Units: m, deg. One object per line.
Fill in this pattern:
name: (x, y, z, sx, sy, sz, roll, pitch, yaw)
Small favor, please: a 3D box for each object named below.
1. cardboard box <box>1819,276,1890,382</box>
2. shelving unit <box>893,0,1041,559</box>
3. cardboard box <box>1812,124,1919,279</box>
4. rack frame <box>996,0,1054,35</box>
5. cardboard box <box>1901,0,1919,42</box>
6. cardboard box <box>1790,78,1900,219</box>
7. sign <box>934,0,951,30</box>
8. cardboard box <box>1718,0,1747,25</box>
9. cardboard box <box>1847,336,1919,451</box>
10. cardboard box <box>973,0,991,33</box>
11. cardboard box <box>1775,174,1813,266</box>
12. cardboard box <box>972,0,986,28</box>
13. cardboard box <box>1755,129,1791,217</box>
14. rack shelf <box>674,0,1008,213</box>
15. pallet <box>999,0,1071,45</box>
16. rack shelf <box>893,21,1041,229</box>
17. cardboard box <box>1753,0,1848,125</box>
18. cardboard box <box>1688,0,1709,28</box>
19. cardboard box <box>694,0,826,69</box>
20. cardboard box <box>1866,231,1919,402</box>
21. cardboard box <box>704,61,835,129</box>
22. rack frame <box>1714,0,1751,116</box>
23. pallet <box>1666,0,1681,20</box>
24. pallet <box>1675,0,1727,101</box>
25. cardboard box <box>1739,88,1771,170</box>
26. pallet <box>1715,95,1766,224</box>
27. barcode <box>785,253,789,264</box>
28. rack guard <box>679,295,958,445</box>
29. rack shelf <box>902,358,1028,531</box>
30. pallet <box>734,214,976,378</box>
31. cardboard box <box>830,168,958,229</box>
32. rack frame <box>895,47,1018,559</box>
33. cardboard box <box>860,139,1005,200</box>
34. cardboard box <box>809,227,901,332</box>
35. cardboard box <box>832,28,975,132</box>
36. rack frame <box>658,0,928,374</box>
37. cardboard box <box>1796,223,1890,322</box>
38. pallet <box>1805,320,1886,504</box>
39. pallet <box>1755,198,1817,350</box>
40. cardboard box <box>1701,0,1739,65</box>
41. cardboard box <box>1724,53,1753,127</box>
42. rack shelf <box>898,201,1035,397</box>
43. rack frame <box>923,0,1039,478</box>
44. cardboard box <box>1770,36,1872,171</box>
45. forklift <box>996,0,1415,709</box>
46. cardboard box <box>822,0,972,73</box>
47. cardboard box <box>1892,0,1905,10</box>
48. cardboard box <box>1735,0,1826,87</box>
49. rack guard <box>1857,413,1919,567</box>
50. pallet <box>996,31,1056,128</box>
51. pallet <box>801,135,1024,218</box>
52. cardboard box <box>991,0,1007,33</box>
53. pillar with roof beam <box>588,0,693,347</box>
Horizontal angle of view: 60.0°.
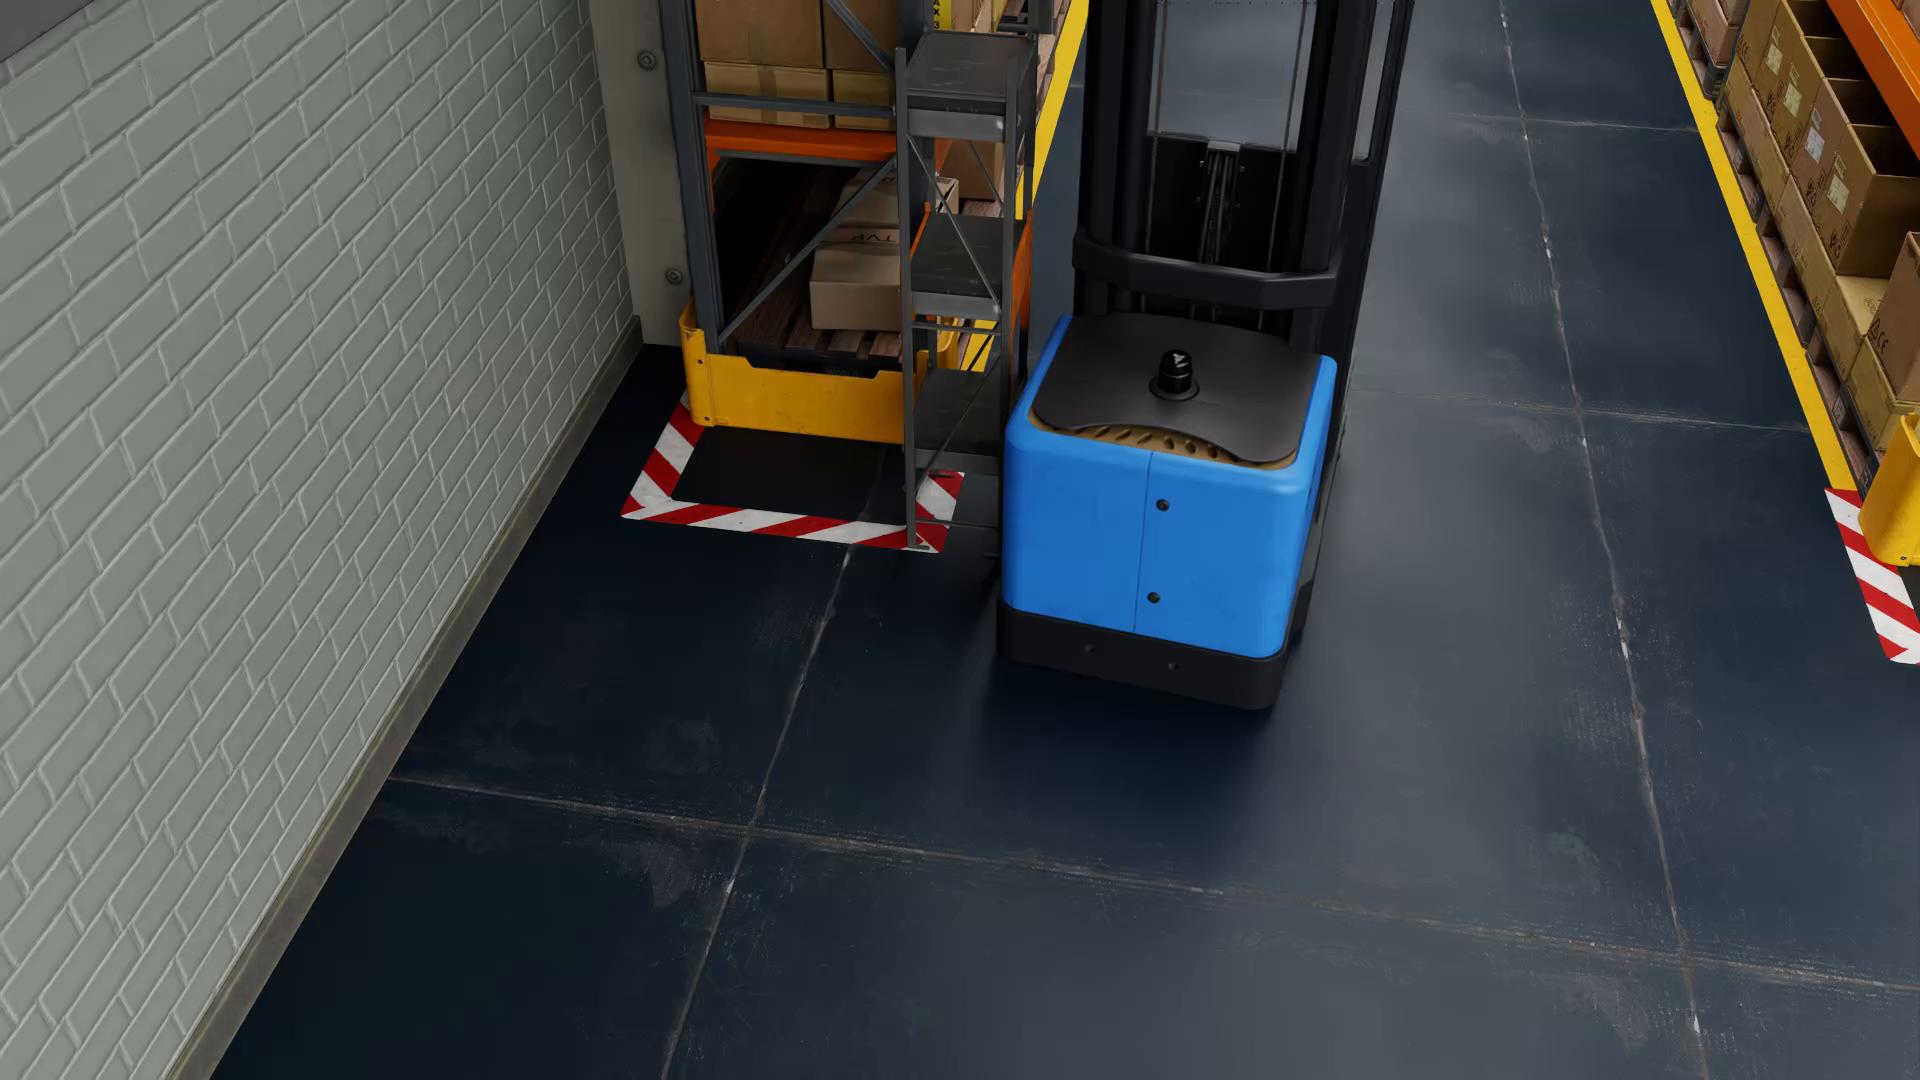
cardboard box: (4.138, -0.910, 7.325, 0.500, 0.250, 0.500, 6, 40, 8)
shelving unit: (0.029, -0.913, 6.206, 0.431, 2.100, 0.503, 6, 40, 8)
cardboard box: (4.220, -1.513, 7.466, 0.500, 0.500, 0.500, 6, 40, 8)
rack frame: (0.074, -4.178, 9.449, 1.000, 3.000, 0.127, 6, 40, 8)
cardboard box: (4.620, -2.426, 7.251, 0.700, 0.500, 0.500, 8, 40, 9)
cardboard box: (4.307, -1.827, 7.846, 0.500, 0.500, 0.500, 6, 40, 8)
sign: (-0.084, -1.942, 6.065, 0.100, 0.325, 0.005, 6, 40, 8)
cardboard box: (4.741, -3.238, 9.701, 0.500, 0.311, 0.500, 6, 40, 8)
cardboard box: (4.063, -0.595, 6.944, 0.500, 0.250, 0.500, 6, 40, 8)
cardboard box: (-0.145, -2.216, 7.178, 0.500, 0.250, 0.500, 5, 40, 6)
cardboard box: (4.311, -1.538, 8.084, 0.500, 0.250, 0.500, 6, 40, 8)
cardboard box: (-0.144, -2.482, 6.912, 0.500, 0.500, 0.500, 7, 40, 8)
cardboard box: (4.392, -1.852, 8.464, 0.500, 0.250, 0.500, 6, 40, 8)
rack shelf: (-0.272, -2.646, 8.160, 1.077, 0.370, 4.000, 6, 40, 8)
pallet: (0.207, -3.592, 10.929, 1.003, 0.211, 1.213, 6, 40, 8)
rack shelf: (0.029, -1.442, 5.769, 0.431, 0.518, 0.480, 6, 40, 8)
cardboard box: (4.486, -2.454, 8.604, 0.500, 0.500, 0.500, 6, 40, 8)
cardboard box: (4.829, -3.346, 10.271, 0.500, 0.250, 0.500, 6, 40, 7)
cardboard box: (-0.746, -2.226, 6.602, 0.500, 0.500, 0.500, 6, 40, 7)
cardboard box: (4.061, -0.884, 6.705, 0.500, 0.500, 0.500, 6, 40, 8)
cardboard box: (-0.728, -1.932, 6.835, 0.500, 0.250, 0.500, 7, 40, 8)
rack frame: (4.954, -3.634, 8.791, 1.000, 3.000, 0.127, 6, 40, 8)
pallet: (5.251, -3.794, 11.173, 1.003, 0.211, 1.213, 6, 40, 8)
pallet: (5.043, -3.026, 10.244, 1.003, 0.211, 1.213, 6, 40, 8)
cardboard box: (4.483, -2.165, 8.843, 0.500, 0.250, 0.500, 6, 40, 8)
pallet: (4.775, -2.065, 9.082, 1.003, 0.211, 1.213, 6, 40, 8)
barcode: (-0.801, -1.284, 7.707, 0.001, 0.075, 0.075, 6, 40, 8)
rack guard: (-0.605, -0.752, 7.267, 1.175, 0.500, 0.348, 6, 40, 8)
rack shelf: (0.029, -0.363, 6.661, 0.431, 0.518, 0.480, 6, 40, 8)
pallet: (-0.430, -1.147, 7.971, 1.003, 0.211, 1.213, 6, 40, 8)
cardboard box: (-0.311, -1.583, 8.075, 0.500, 0.311, 0.500, 10, 41, 11)
rack frame: (-0.013, -0.760, 6.021, 0.400, 2.100, 0.015, 6, 40, 8)
cardboard box: (-0.135, -2.111, 8.565, 0.700, 0.500, 0.500, 4, 40, 5)
cardboard box: (-0.410, -1.225, 7.643, 0.500, 0.311, 0.500, 2, 40, 3)
cardboard box: (-0.221, -1.889, 6.782, 0.500, 0.250, 0.500, 5, 40, 6)
rack frame: (-0.618, -1.668, 6.413, 1.000, 3.000, 0.127, 6, 40, 8)
cardboard box: (4.223, -1.224, 7.705, 0.500, 0.250, 0.500, 6, 40, 8)
pallet: (4.352, -0.534, 7.230, 1.003, 0.211, 1.213, 6, 40, 8)
pallet: (4.566, -1.297, 8.153, 1.003, 0.211, 1.213, 6, 40, 8)
cardboard box: (4.740, -3.028, 9.887, 0.500, 0.250, 0.500, 6, 40, 7)
cardboard box: (4.575, -2.479, 9.222, 0.500, 0.250, 0.500, 6, 40, 8)
rack shelf: (0.029, -0.903, 6.215, 0.431, 0.518, 0.480, 6, 40, 8)
rack frame: (0.071, -1.066, 6.392, 0.400, 2.100, 0.015, 6, 40, 8)
cardboard box: (4.392, -2.141, 8.225, 0.500, 0.500, 0.500, 6, 40, 8)
forklift: (1.051, -1.475, 6.234, 1.130, 2.935, 3.031, 11, 41, 13)
cardboard box: (-0.240, -2.173, 6.538, 0.500, 0.500, 0.500, 6, 40, 8)
cardboard box: (4.707, -2.747, 7.640, 0.700, 0.500, 0.500, 7, 40, 8)
cardboard box: (4.565, -2.769, 8.985, 0.500, 0.500, 0.500, 6, 40, 8)
rack guard: (4.257, -0.145, 6.533, 1.175, 0.500, 0.348, 6, 40, 8)
pallet: (-0.007, -2.678, 9.823, 1.003, 0.211, 1.213, 6, 40, 8)
pallet: (-0.216, -1.910, 8.894, 1.003, 0.211, 1.213, 6, 40, 8)
cardboard box: (-0.051, -2.535, 7.564, 0.500, 0.250, 0.500, 6, 40, 7)
pillar with roof beam: (2.891, -4.040, 4.574, 9.100, 9.000, 0.400, 6, 40, 8)
